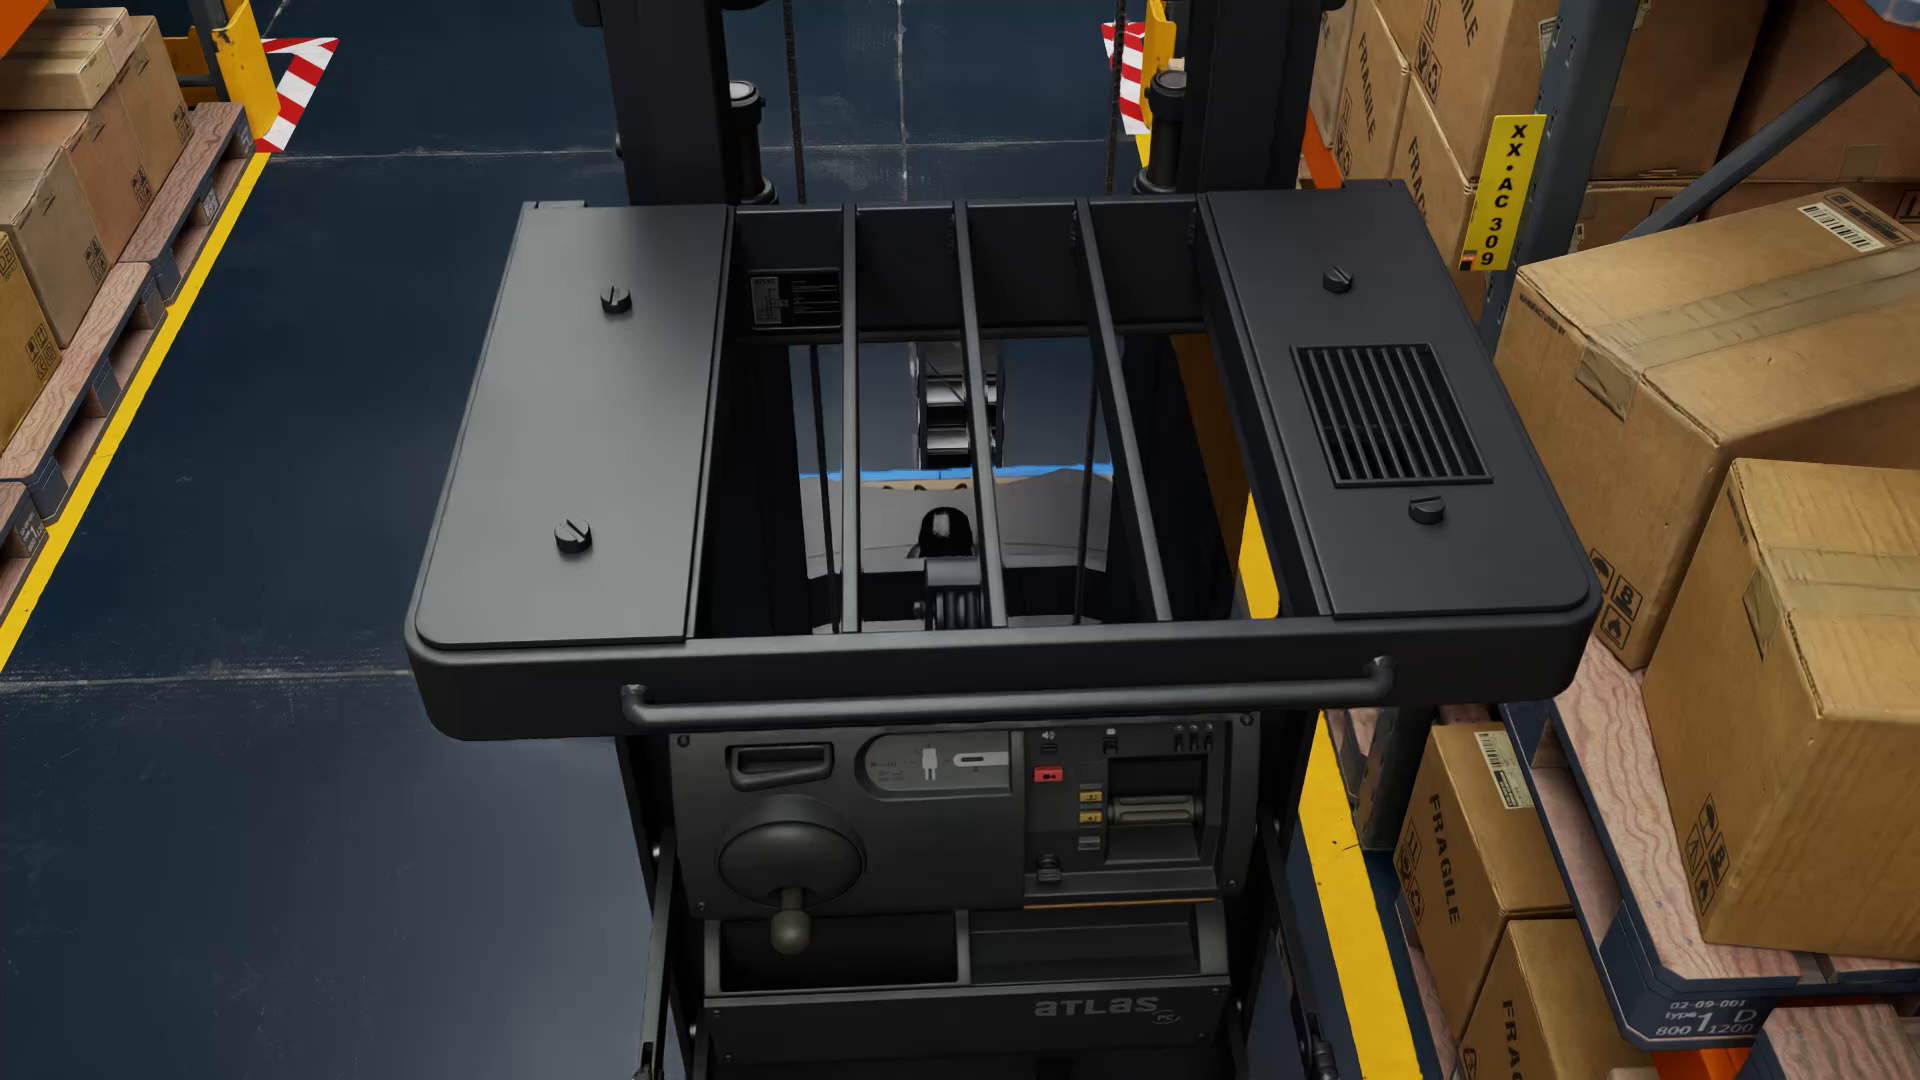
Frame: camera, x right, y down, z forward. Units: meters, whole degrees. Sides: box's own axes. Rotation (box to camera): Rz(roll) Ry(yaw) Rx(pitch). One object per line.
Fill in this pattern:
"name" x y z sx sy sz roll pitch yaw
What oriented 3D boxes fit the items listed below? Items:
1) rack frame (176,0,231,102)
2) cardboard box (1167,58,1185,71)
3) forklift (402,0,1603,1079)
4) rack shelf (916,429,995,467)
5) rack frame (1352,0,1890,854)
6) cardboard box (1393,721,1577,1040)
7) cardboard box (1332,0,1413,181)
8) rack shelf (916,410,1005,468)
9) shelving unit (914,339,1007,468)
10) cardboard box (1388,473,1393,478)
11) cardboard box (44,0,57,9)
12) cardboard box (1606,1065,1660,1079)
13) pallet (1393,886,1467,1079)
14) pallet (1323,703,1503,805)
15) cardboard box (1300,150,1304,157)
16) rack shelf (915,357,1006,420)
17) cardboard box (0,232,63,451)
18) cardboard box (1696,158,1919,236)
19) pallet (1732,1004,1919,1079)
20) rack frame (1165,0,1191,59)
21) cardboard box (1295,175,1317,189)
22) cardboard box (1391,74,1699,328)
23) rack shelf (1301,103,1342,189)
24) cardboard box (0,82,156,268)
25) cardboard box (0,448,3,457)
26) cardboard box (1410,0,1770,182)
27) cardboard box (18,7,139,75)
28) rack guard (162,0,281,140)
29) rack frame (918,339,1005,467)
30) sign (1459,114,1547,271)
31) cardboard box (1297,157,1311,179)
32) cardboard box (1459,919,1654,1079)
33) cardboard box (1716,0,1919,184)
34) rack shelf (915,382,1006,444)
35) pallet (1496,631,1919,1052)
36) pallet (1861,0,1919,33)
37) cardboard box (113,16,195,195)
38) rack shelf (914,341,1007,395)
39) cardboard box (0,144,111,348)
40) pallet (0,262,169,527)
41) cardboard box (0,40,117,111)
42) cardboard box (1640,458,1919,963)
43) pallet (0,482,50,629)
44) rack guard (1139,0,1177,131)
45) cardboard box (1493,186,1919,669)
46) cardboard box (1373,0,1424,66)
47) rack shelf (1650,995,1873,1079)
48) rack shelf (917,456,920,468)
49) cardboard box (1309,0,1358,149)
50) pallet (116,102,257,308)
"rack frame" -3.569 -2.897 6.191 1.000 3.000 0.127 -2 43 -2
"cardboard box" 1.054 -1.861 6.844 0.380 0.149 0.250 -2 43 -2
"forklift" 0.025 0.535 2.498 1.130 2.935 3.031 -2 43 -2
"rack shelf" 0.000 -0.246 5.035 0.258 0.077 0.200 -2 43 -2
"rack frame" 1.550 -0.342 3.403 1.000 3.000 0.127 -2 43 -2
"cardboard box" 1.327 0.751 3.735 0.500 0.500 0.500 -3 43 -4
"cardboard box" 1.249 -1.057 4.109 0.500 0.500 0.500 -1 43 -1
"rack shelf" 0.000 -0.313 4.974 0.258 0.077 0.200 -2 43 -2
"shelving unit" 0.000 -0.337 4.952 0.258 0.900 0.210 -2 43 -2
"cardboard box" 1.242 0.041 4.510 0.500 0.500 0.500 -2 43 -2
"cardboard box" -3.645 -1.979 6.248 0.380 0.149 0.250 -1 43 -2
"cardboard box" 1.369 1.150 2.745 0.500 0.250 0.500 -2 43 -2
"pallet" 1.622 1.234 3.747 1.003 0.211 1.213 -2 43 -2
"pallet" 1.522 0.223 4.851 1.003 0.211 1.213 -2 43 -2
"cardboard box" 1.141 -1.478 6.352 0.500 0.250 0.500 -2 43 -2
"rack shelf" 0.000 -0.445 4.853 0.258 0.077 0.200 -2 43 -2
"cardboard box" -3.366 -0.624 5.250 0.700 0.500 0.500 -1 43 -1
"cardboard box" 1.800 -0.731 3.753 0.500 0.500 0.500 -1 43 -1
"pallet" 1.633 1.117 1.954 1.003 0.211 1.213 -2 43 -2
"rack frame" 1.380 -3.042 6.349 1.000 3.000 0.127 -2 43 -2
"cardboard box" 1.465 -0.852 5.481 0.797 0.503 0.637 -2 43 -2
"cardboard box" 1.272 -0.709 3.729 0.500 0.500 0.500 -1 43 -1
"rack shelf" 1.465 -1.427 5.119 1.077 0.370 4.000 -2 43 -2
"cardboard box" -3.418 -1.323 6.013 0.700 0.500 0.500 -2 43 -2
"cardboard box" -3.347 -0.277 4.872 0.700 0.500 0.500 -2 43 -2
"cardboard box" 1.270 -1.081 3.396 0.500 0.500 0.500 -1 43 -2
"cardboard box" -3.252 -1.819 6.073 0.380 0.149 0.250 -2 43 -2
"rack guard" -3.570 -1.992 7.053 1.175 0.500 0.348 -2 43 -2
"rack frame" 0.004 -0.269 4.877 0.240 0.900 0.006 -2 43 -2
"sign" 1.008 -0.640 3.088 0.100 0.325 0.005 -2 43 -2
"cardboard box" 1.162 -1.140 5.984 0.500 0.250 0.500 -2 43 -2
"cardboard box" 1.361 1.111 3.342 0.500 0.500 0.500 -1 43 -1
"cardboard box" 1.811 -1.073 3.387 0.500 0.500 0.500 -1 43 -1
"rack shelf" 0.000 -0.379 4.914 0.258 0.077 0.200 -2 43 -2
"pallet" 1.475 0.272 2.876 1.003 0.211 1.213 -2 43 -2
"pallet" 1.507 -0.936 1.970 1.213 0.211 1.003 -2 43 -2
"cardboard box" -3.439 -1.661 6.381 0.700 0.500 0.500 -2 43 -2
"rack shelf" 0.000 -0.512 4.792 0.258 0.077 0.200 -2 43 -2
"cardboard box" -3.396 -0.984 5.642 0.700 0.500 0.500 -3 43 -3
"pallet" -3.408 -0.510 5.651 1.003 0.211 1.213 -2 43 -2
"cardboard box" -3.240 -1.646 5.885 0.380 0.149 0.250 -1 43 -1
"cardboard box" 1.439 0.255 2.367 0.700 0.500 0.500 5 43 5
"pallet" -3.353 0.315 4.750 1.003 0.211 1.213 -2 43 -2
"rack guard" 1.383 -2.069 7.138 1.175 0.500 0.348 -2 43 -2
"cardboard box" 1.347 -0.207 2.871 0.700 0.500 0.500 -15 45 -16
"cardboard box" 1.245 -1.427 3.773 0.500 0.500 0.500 -2 43 -3
"rack shelf" 1.635 1.274 2.173 1.077 0.370 4.000 -2 43 -2
"rack shelf" 0.000 -0.180 5.096 0.258 0.077 0.200 -2 43 -2
"cardboard box" 1.225 -1.403 4.487 0.500 0.500 0.500 -1 43 -1
"pallet" -3.457 -1.332 6.547 1.003 0.211 1.213 -2 43 -2
